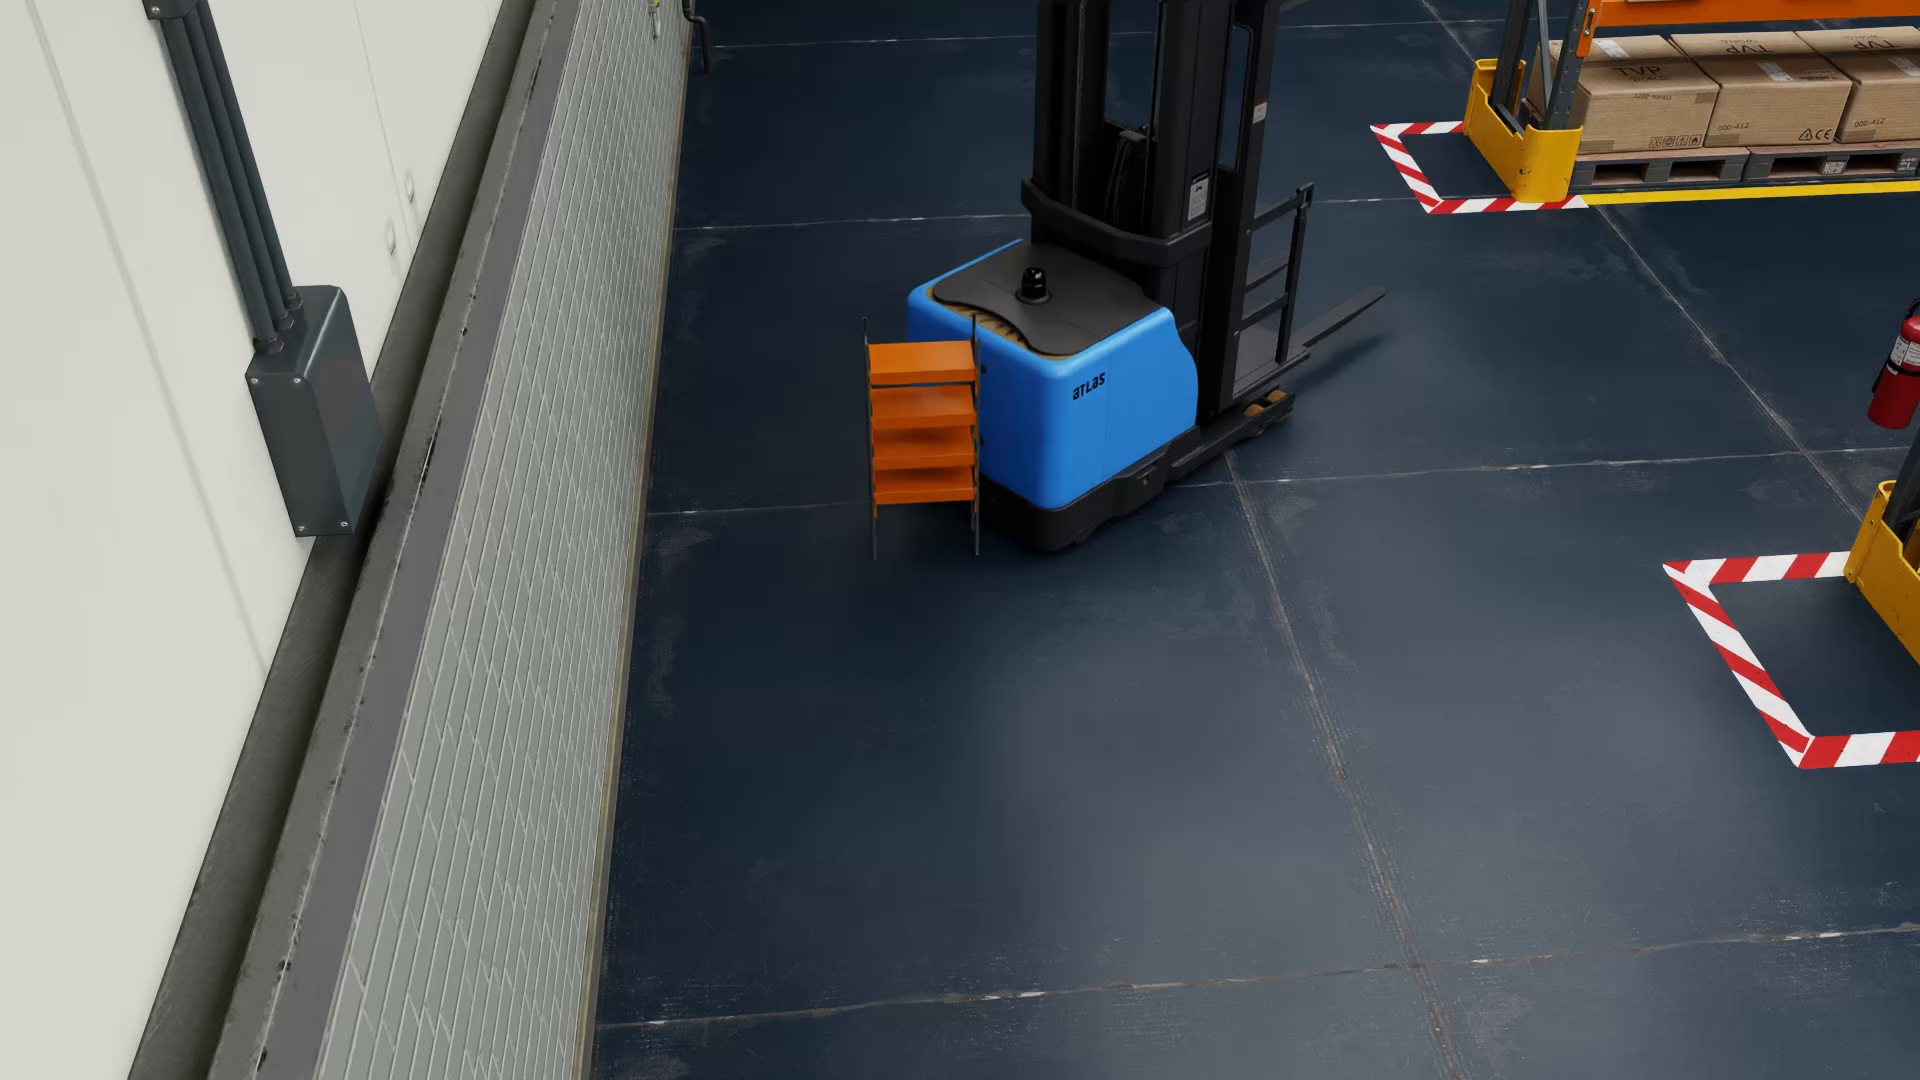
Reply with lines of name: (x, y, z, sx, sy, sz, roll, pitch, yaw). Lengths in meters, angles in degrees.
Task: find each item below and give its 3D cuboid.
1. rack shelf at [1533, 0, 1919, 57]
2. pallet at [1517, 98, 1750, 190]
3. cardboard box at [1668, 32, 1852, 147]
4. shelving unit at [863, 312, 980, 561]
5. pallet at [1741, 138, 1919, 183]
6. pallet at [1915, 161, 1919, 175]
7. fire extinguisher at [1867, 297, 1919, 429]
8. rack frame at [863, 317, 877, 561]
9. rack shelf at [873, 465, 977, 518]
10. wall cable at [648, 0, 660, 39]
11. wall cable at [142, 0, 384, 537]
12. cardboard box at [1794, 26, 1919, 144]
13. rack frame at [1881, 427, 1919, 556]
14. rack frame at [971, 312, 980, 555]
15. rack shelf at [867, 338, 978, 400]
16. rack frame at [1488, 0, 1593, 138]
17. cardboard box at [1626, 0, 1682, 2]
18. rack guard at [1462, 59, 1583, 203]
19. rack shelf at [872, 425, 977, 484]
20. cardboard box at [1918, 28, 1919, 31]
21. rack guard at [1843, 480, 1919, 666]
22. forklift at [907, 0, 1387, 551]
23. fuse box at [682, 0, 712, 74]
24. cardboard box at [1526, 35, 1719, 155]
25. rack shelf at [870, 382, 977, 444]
rack shelf: (5.775, -3.571, 10.757, 4.000, 0.370, 1.077, -3, 38, -4)
pallet: (4.572, -2.741, 11.376, 1.213, 0.211, 1.003, -3, 38, -4)
cardboard box: (5.342, -3.056, 11.253, 0.875, 0.438, 0.875, -2, 38, -3)
shelving unit: (-0.172, -0.458, 7.684, 0.503, 1.200, 0.258, -3, 38, -4)
pallet: (5.784, -2.806, 11.458, 1.213, 0.211, 1.003, -3, 38, -4)
pallet: (7.002, -2.875, 11.545, 1.213, 0.211, 1.003, -3, 38, -4)
fire extinguisher: (4.030, -0.789, 7.014, 0.183, 0.674, 0.296, -3, 38, -4)
rack frame: (-0.415, -0.446, 7.668, 0.015, 1.200, 0.240, -3, 38, -4)
rack shelf: (-0.172, -0.250, 7.849, 0.480, 0.148, 0.258, -3, 38, -4)
wall cable: (-1.832, -3.831, 9.660, 0.123, 1.953, 0.585, -3, 38, -4)
wall cable: (-1.277, -3.064, 2.093, 0.120, 5.999, 2.277, -3, 38, -4)
cardboard box: (6.240, -3.104, 11.314, 0.875, 0.438, 0.875, -4, 38, -5)
rack frame: (4.322, -0.695, 6.531, 0.127, 3.000, 1.000, -3, 38, -4)
rack frame: (0.071, -0.471, 7.700, 0.015, 1.200, 0.240, -3, 38, -4)
rack shelf: (-0.172, -0.767, 7.441, 0.480, 0.148, 0.258, -3, 38, -4)
rack frame: (3.782, -3.744, 10.395, 0.127, 3.000, 1.000, -3, 38, -4)
cardboard box: (4.286, -3.632, 10.173, 0.500, 0.500, 0.500, -3, 38, -4)
rack guard: (3.759, -2.761, 11.168, 0.348, 0.500, 1.175, -3, 38, -4)
rack shelf: (-0.172, -0.406, 7.726, 0.480, 0.148, 0.258, -3, 38, -4)
cardboard box: (7.132, -3.154, 11.377, 0.875, 0.438, 0.875, -4, 38, -5)
rack guard: (4.397, 0.282, 7.311, 0.348, 0.500, 1.175, -3, 38, -4)
forklift: (1.138, -1.903, 8.118, 3.031, 2.935, 1.130, -31, 48, -33)
fuse box: (-1.873, -4.218, 12.037, 0.414, 1.711, 0.539, -3, 38, -4)
cardboard box: (4.431, -3.001, 11.183, 0.875, 0.438, 0.875, -4, 38, -6)
rack shelf: (-0.172, -0.581, 7.587, 0.480, 0.148, 0.258, -3, 38, -4)
